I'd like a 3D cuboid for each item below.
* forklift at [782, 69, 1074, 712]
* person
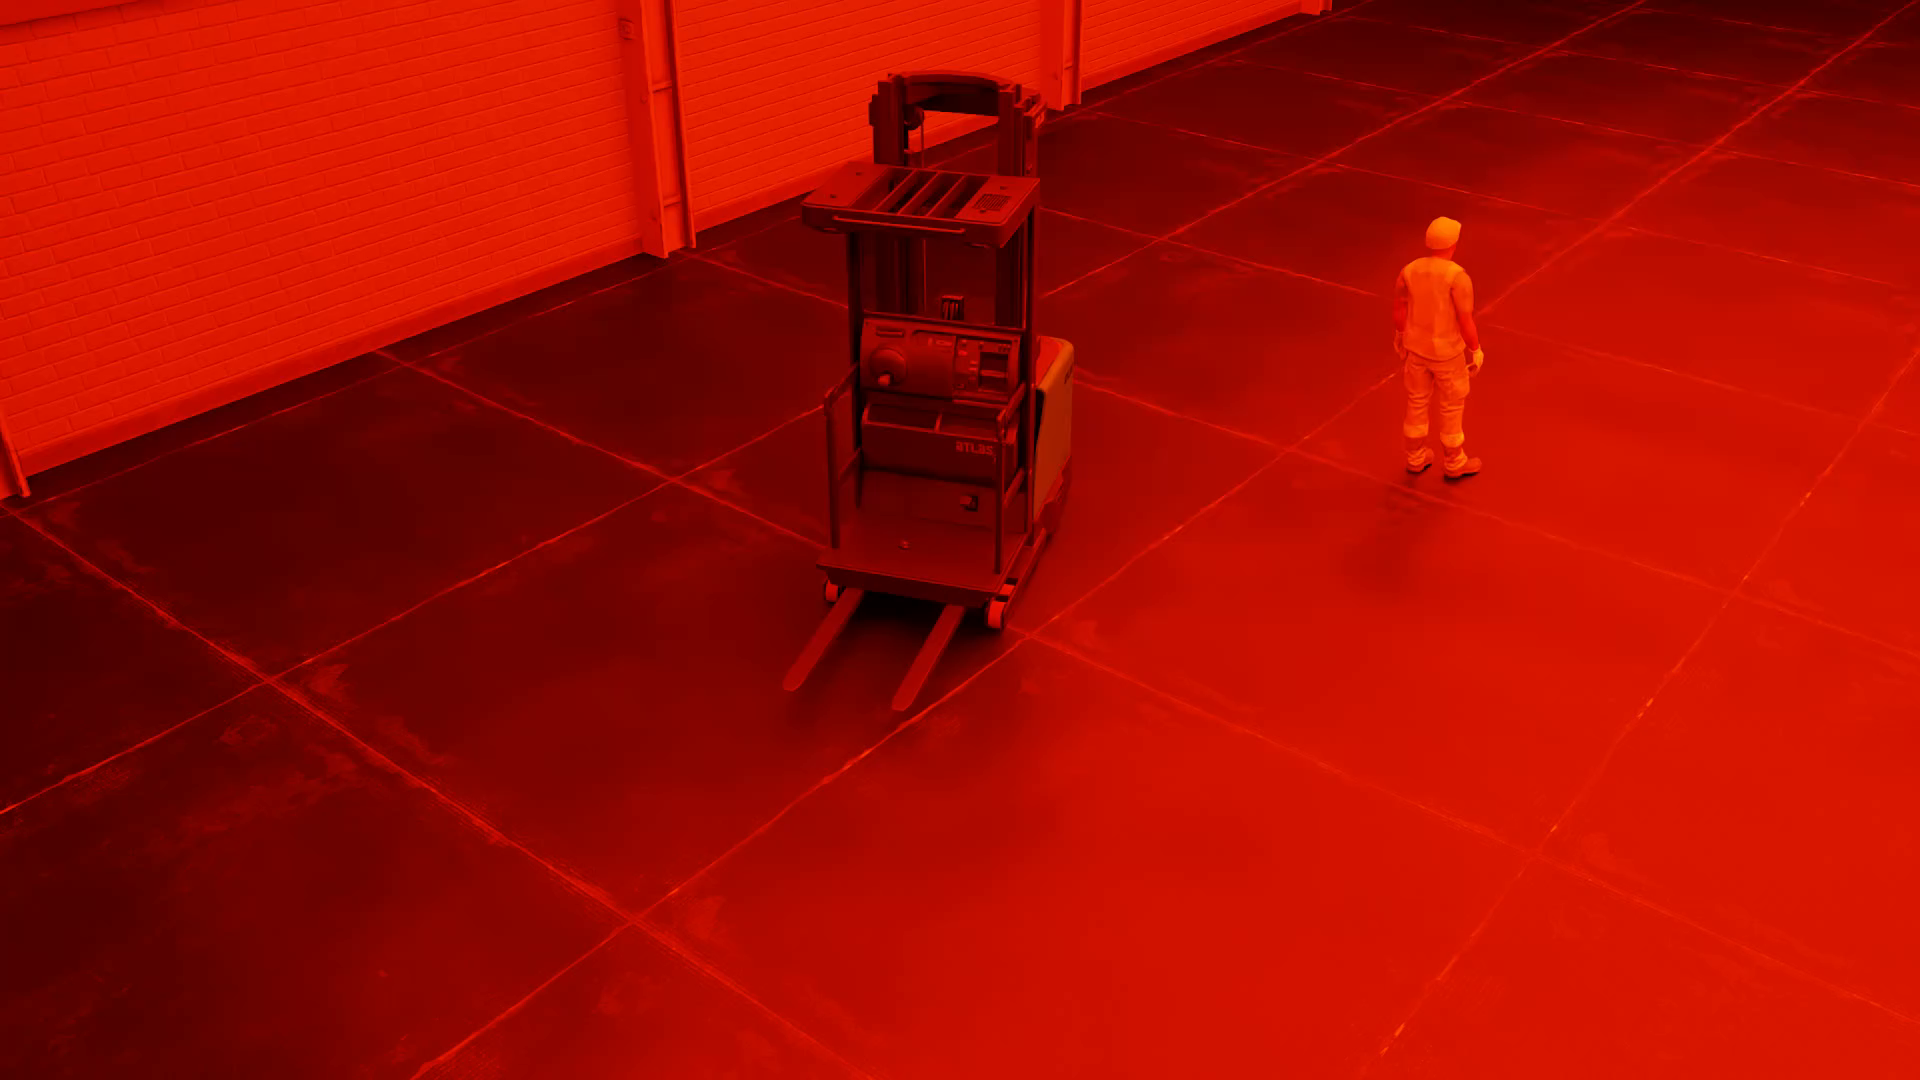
[{"bbox_3d":[-0.176,-0.972,9.258,1.130,2.935,3.031,9,31,14],"label":"forklift"},{"bbox_3d":[3.159,-1.274,10.893,0.564,1.787,0.638,-25,38,-36],"label":"person"}]
